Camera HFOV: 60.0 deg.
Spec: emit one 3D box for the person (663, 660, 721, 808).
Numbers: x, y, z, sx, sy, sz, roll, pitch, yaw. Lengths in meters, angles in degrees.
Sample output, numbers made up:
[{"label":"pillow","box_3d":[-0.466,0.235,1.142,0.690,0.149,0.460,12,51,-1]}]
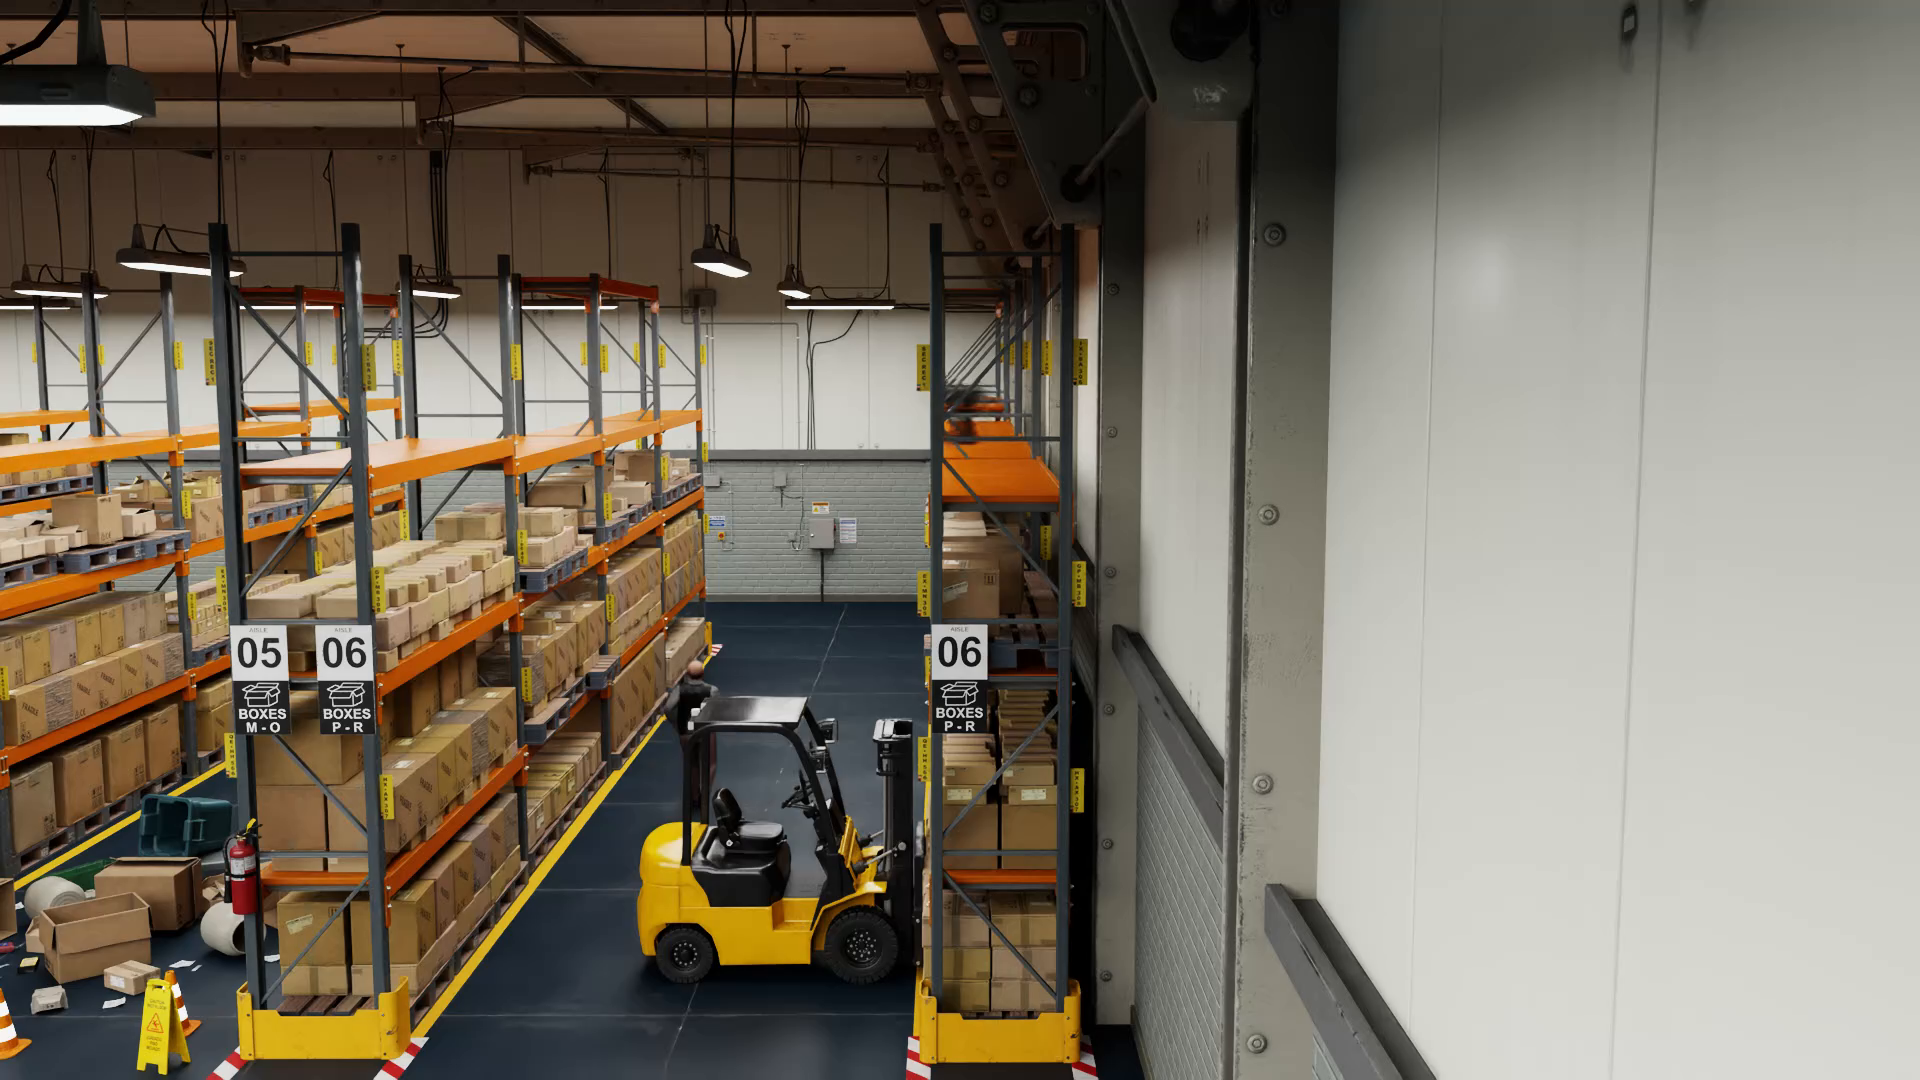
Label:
[{"label":"person","box_3d":[-2.925,2.170,18.451,0.678,1.698,0.905,0,7,-3]}]
